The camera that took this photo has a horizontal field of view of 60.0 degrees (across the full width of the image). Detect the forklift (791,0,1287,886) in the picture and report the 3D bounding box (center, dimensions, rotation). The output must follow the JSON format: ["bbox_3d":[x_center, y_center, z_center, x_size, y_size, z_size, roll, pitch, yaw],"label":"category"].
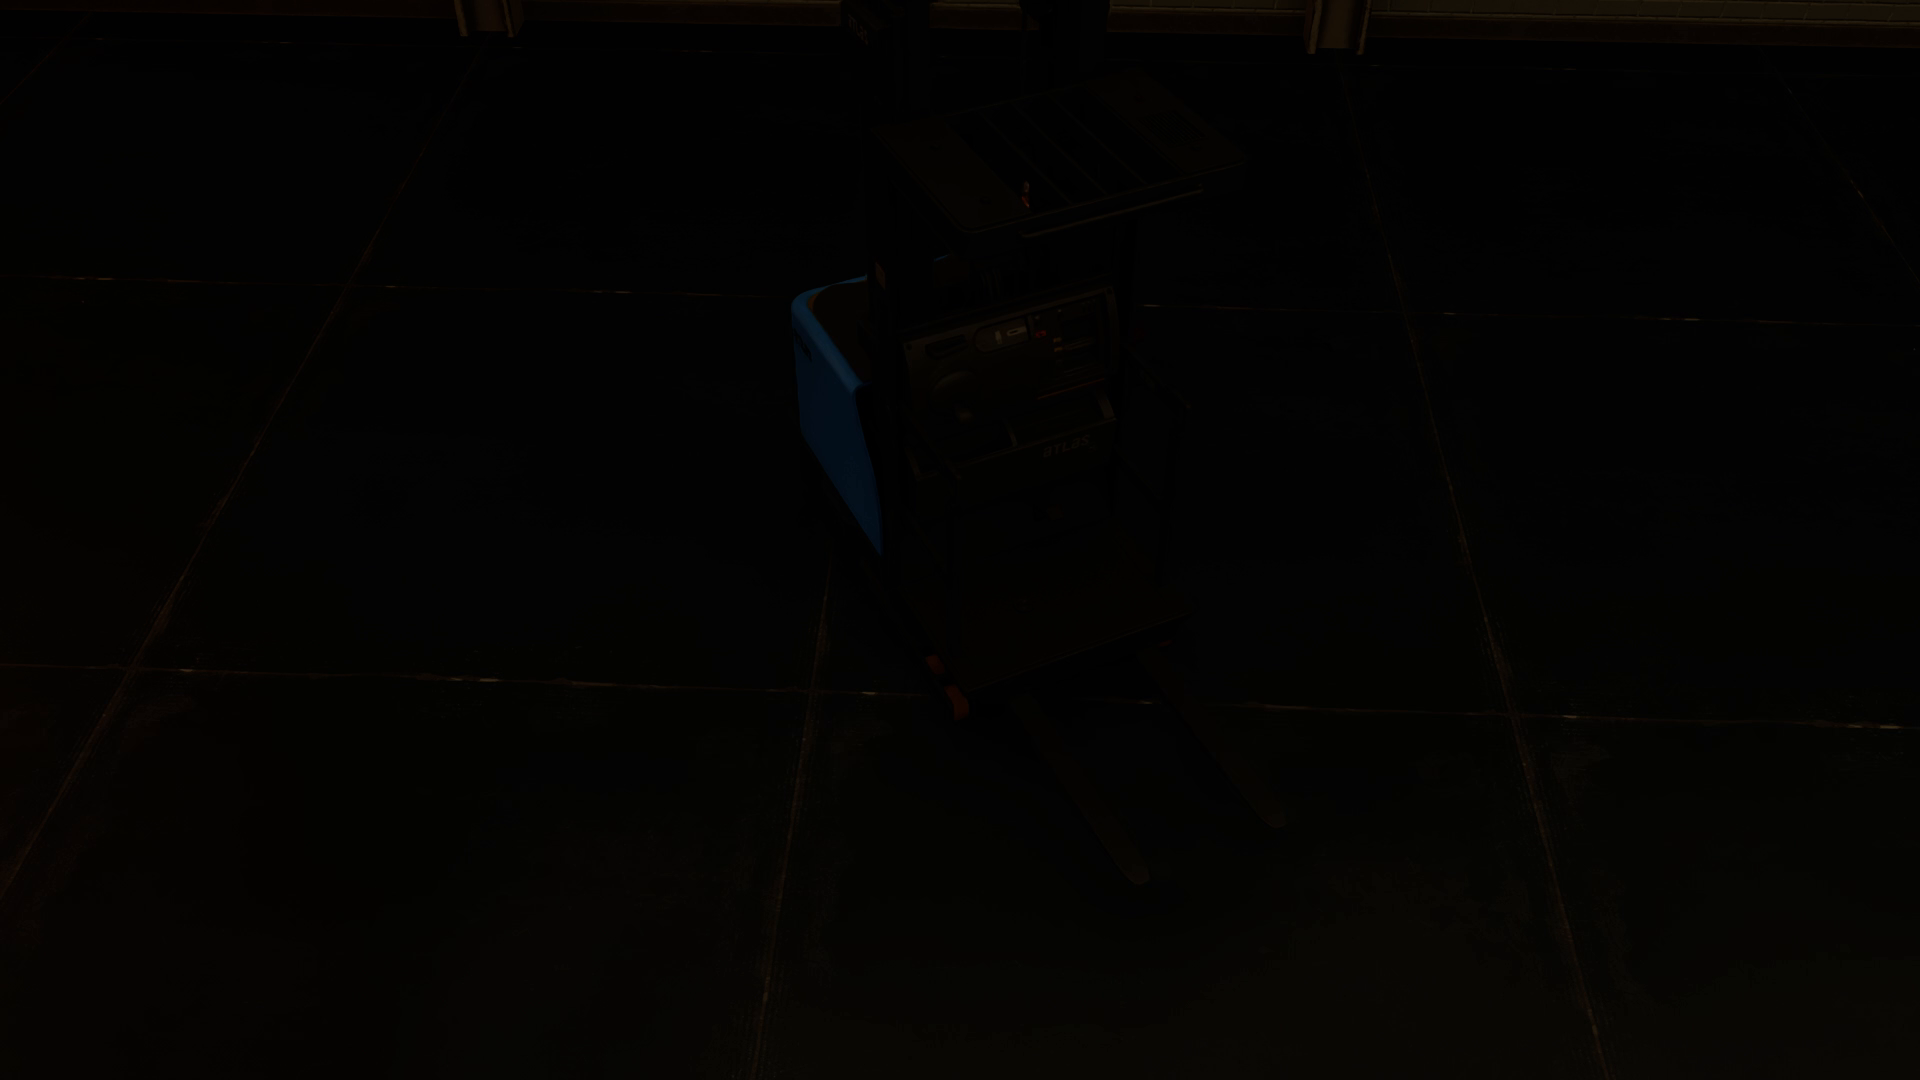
[{"bbox_3d":[0.306,-0.650,6.454,1.130,2.935,3.031,-18,45,-19],"label":"forklift"}]

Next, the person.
[{"bbox_3d":[0.577,-1.514,8.412,0.598,1.571,0.883,17,45,18],"label":"person"}]
